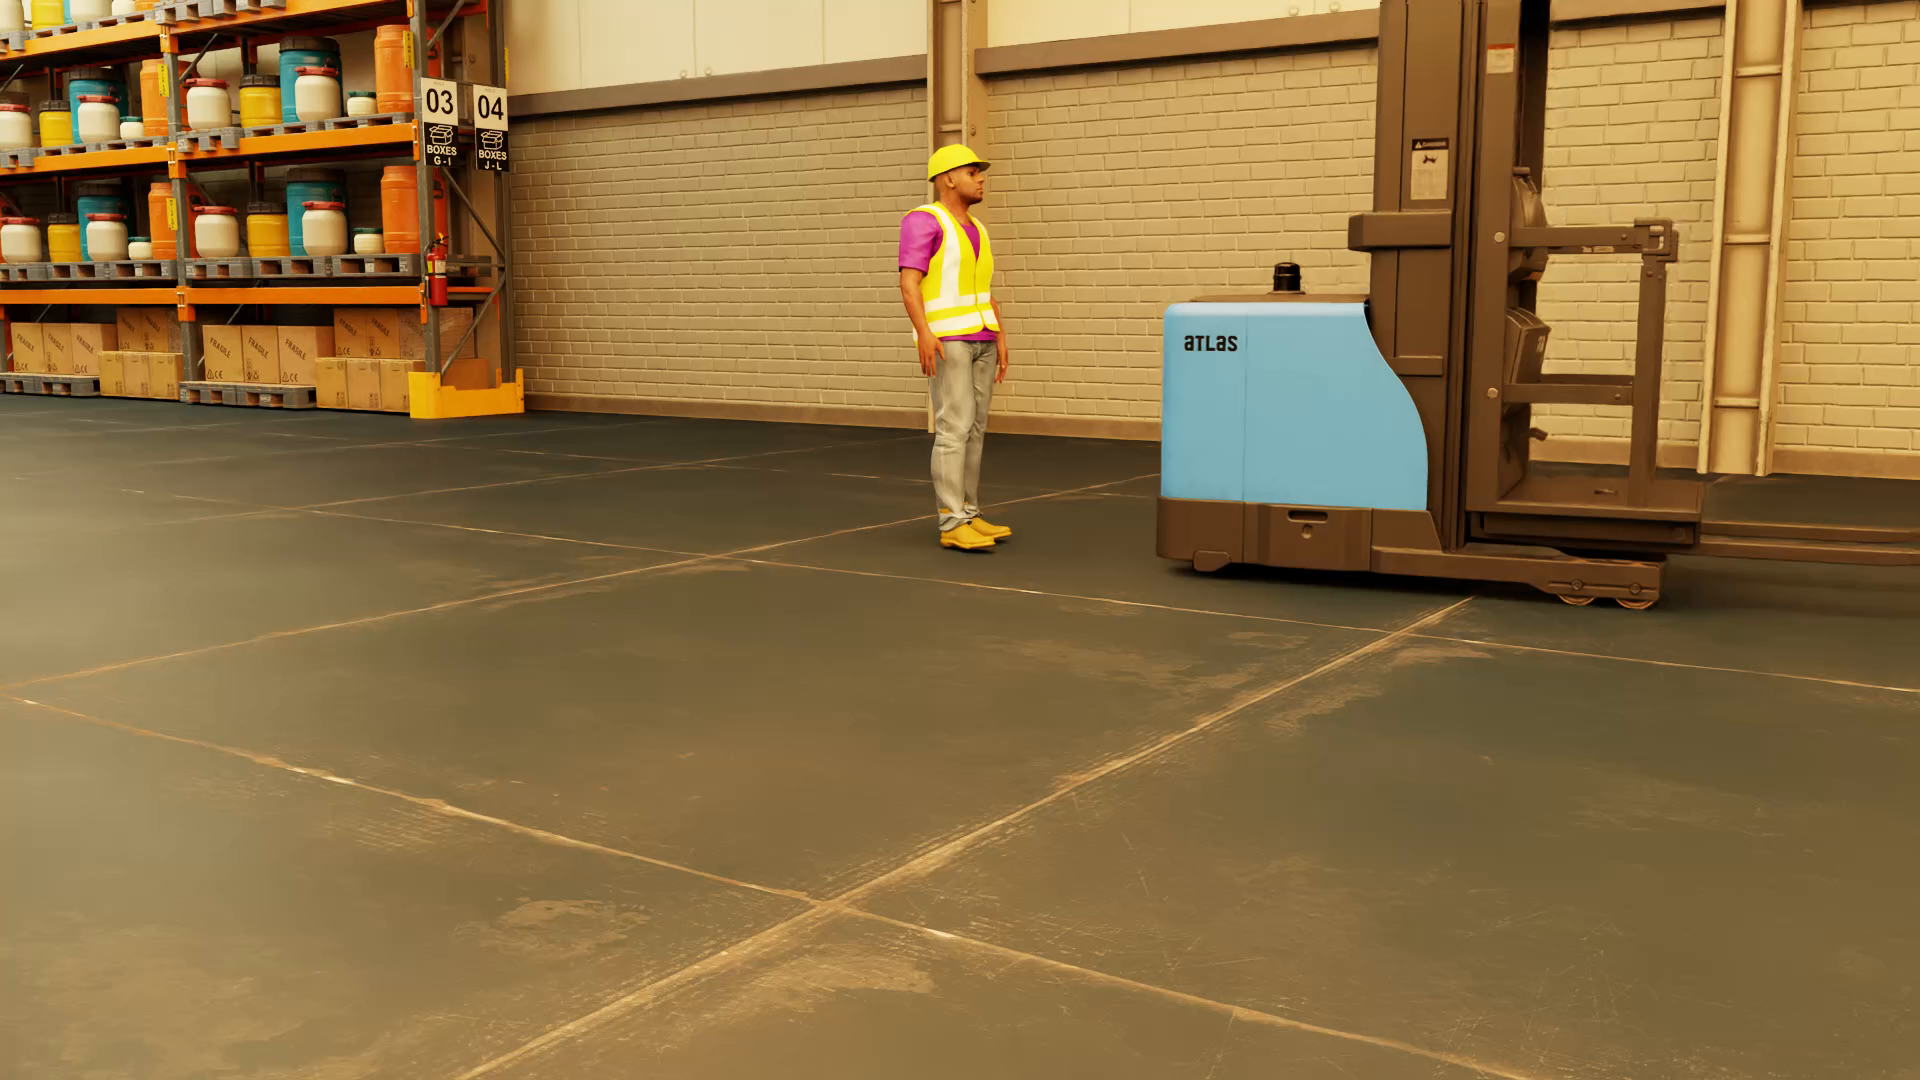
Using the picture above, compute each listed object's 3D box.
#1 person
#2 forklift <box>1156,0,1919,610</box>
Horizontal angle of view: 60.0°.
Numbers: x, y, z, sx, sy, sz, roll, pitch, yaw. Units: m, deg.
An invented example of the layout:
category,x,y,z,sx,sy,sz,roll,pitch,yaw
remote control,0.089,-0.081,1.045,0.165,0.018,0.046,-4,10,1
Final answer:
category,x,y,z,sx,sy,sz,roll,pitch,yaw
person,0.055,-0.875,7.435,0.575,1.768,0.666,5,10,34
forklift,2.347,-1.290,6.263,3.031,2.935,1.130,4,9,24
